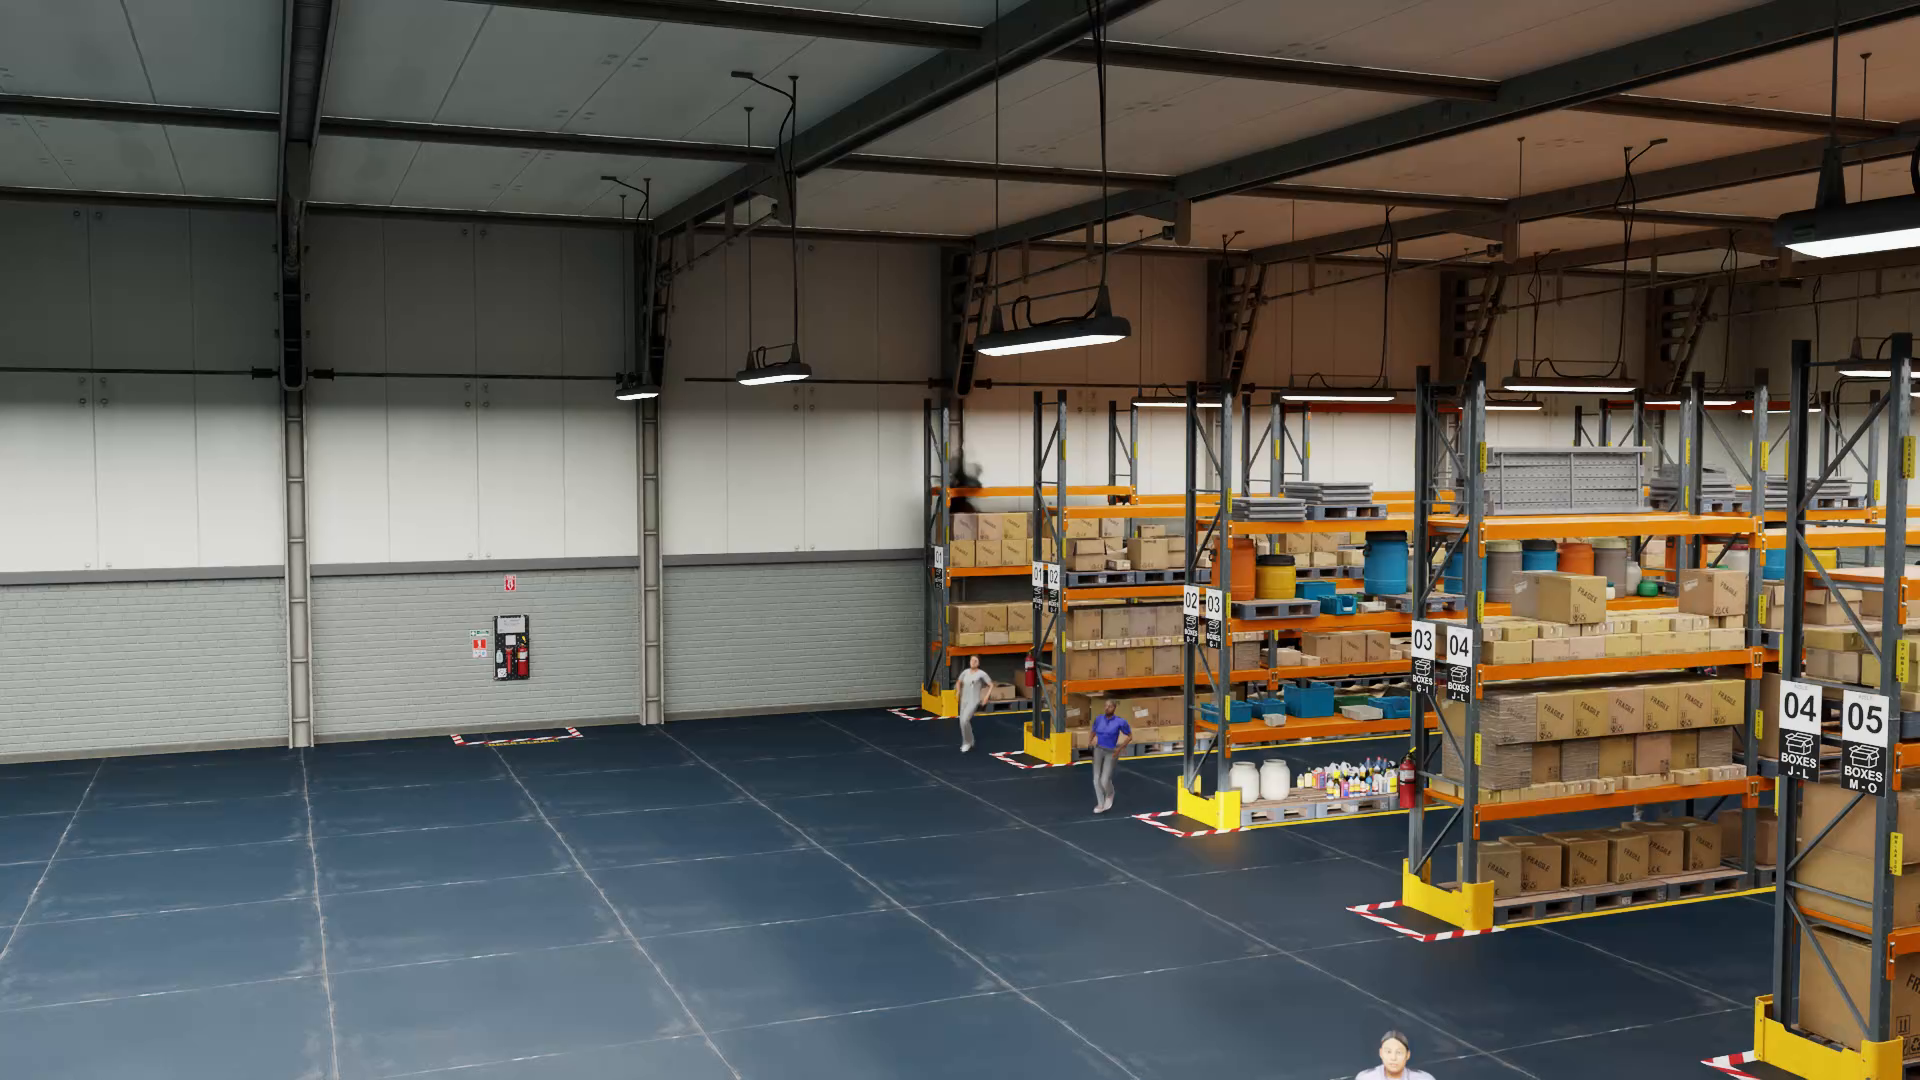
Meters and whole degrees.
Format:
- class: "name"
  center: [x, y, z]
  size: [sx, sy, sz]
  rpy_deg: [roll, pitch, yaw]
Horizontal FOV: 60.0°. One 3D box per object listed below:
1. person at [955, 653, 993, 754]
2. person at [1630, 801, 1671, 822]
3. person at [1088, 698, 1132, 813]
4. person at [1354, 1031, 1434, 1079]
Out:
- class: "person"
  center: [0.192, 2.698, 27.629]
  size: [0.629, 1.642, 0.637]
  rpy_deg: [2, 4, 33]
- class: "person"
  center: [9.201, 3.018, 22.133]
  size: [0.817, 1.738, 0.590]
  rpy_deg: [-2, 4, -29]
- class: "person"
  center: [2.029, 3.001, 23.051]
  size: [0.589, 1.620, 0.614]
  rpy_deg: [2, 4, 30]
- class: "person"
  center: [2.573, 3.768, 9.874]
  size: [0.584, 1.706, 0.698]
  rpy_deg: [1, 4, 19]
